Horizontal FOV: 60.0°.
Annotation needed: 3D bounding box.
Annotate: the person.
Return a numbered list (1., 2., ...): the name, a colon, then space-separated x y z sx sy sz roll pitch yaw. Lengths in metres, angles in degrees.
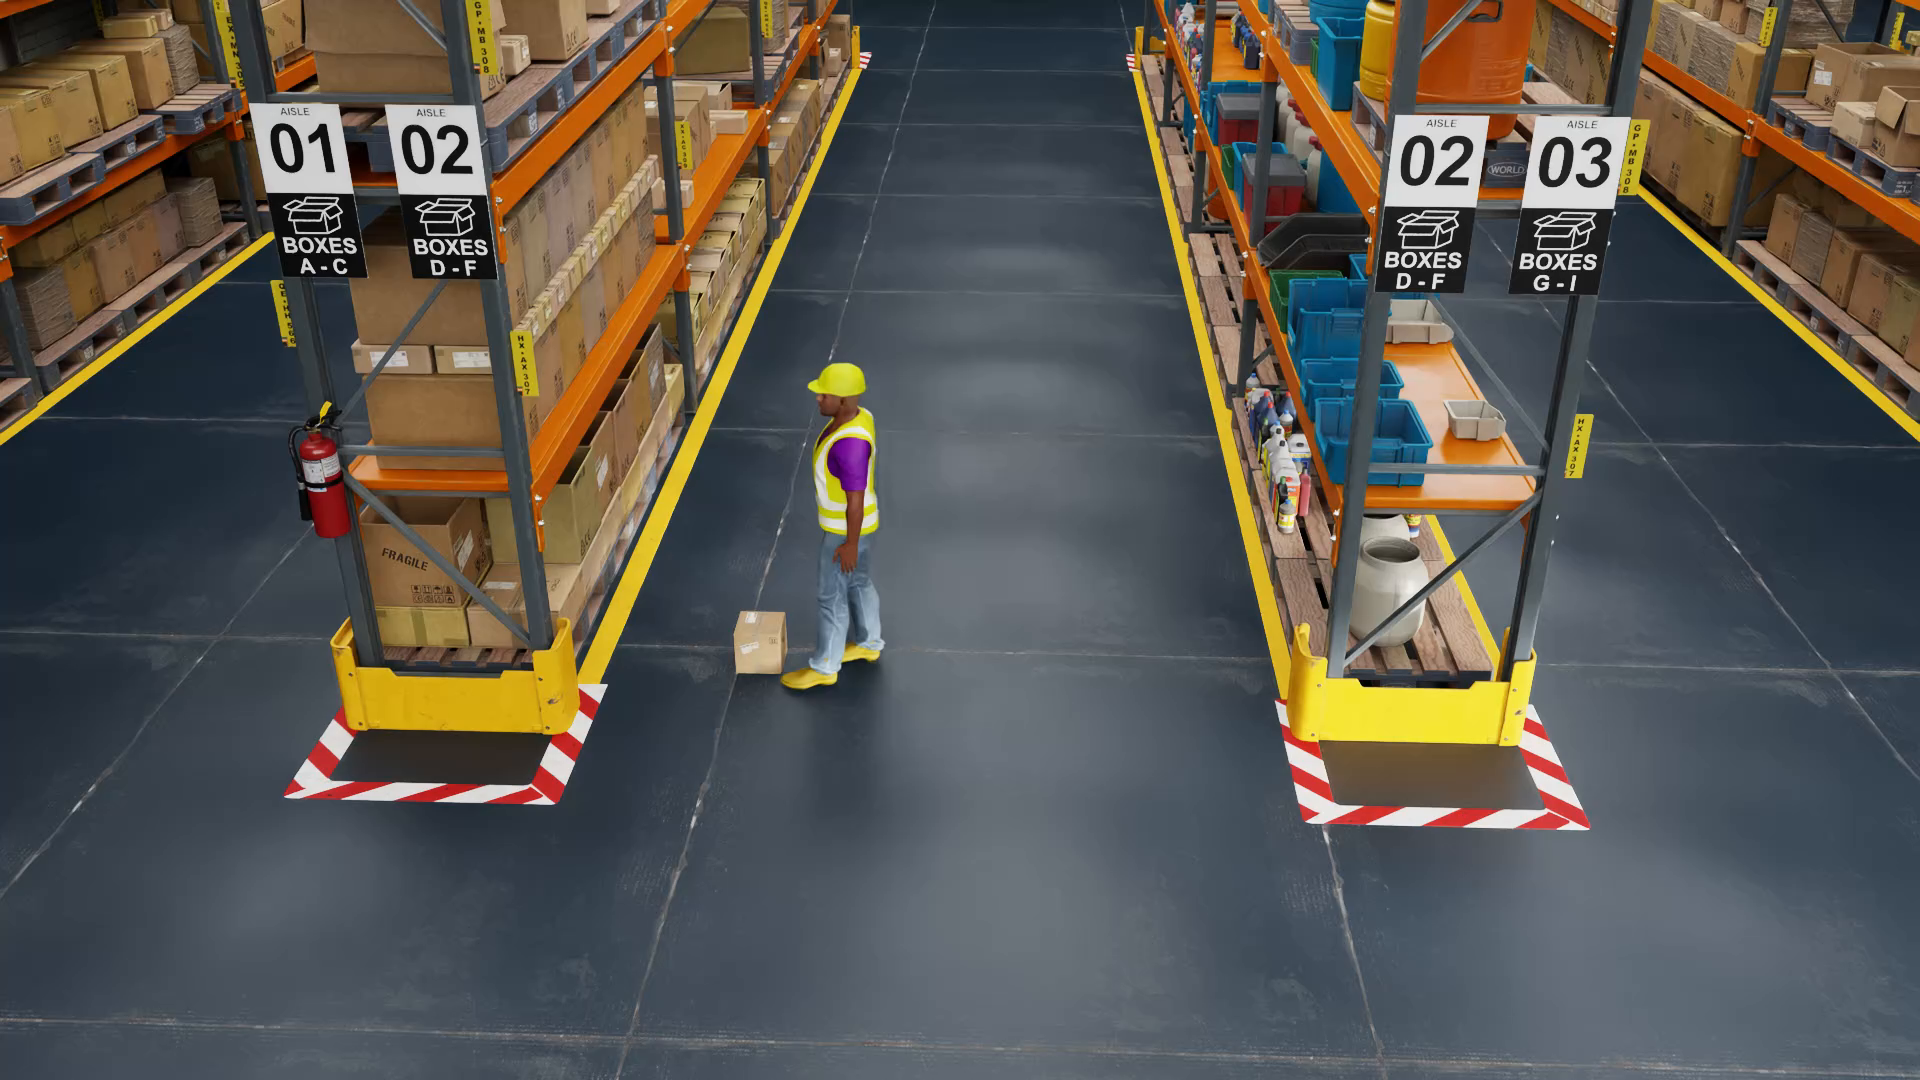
1. person: -0.694 -0.090 8.752 0.571 1.770 0.575 -2 28 -3
